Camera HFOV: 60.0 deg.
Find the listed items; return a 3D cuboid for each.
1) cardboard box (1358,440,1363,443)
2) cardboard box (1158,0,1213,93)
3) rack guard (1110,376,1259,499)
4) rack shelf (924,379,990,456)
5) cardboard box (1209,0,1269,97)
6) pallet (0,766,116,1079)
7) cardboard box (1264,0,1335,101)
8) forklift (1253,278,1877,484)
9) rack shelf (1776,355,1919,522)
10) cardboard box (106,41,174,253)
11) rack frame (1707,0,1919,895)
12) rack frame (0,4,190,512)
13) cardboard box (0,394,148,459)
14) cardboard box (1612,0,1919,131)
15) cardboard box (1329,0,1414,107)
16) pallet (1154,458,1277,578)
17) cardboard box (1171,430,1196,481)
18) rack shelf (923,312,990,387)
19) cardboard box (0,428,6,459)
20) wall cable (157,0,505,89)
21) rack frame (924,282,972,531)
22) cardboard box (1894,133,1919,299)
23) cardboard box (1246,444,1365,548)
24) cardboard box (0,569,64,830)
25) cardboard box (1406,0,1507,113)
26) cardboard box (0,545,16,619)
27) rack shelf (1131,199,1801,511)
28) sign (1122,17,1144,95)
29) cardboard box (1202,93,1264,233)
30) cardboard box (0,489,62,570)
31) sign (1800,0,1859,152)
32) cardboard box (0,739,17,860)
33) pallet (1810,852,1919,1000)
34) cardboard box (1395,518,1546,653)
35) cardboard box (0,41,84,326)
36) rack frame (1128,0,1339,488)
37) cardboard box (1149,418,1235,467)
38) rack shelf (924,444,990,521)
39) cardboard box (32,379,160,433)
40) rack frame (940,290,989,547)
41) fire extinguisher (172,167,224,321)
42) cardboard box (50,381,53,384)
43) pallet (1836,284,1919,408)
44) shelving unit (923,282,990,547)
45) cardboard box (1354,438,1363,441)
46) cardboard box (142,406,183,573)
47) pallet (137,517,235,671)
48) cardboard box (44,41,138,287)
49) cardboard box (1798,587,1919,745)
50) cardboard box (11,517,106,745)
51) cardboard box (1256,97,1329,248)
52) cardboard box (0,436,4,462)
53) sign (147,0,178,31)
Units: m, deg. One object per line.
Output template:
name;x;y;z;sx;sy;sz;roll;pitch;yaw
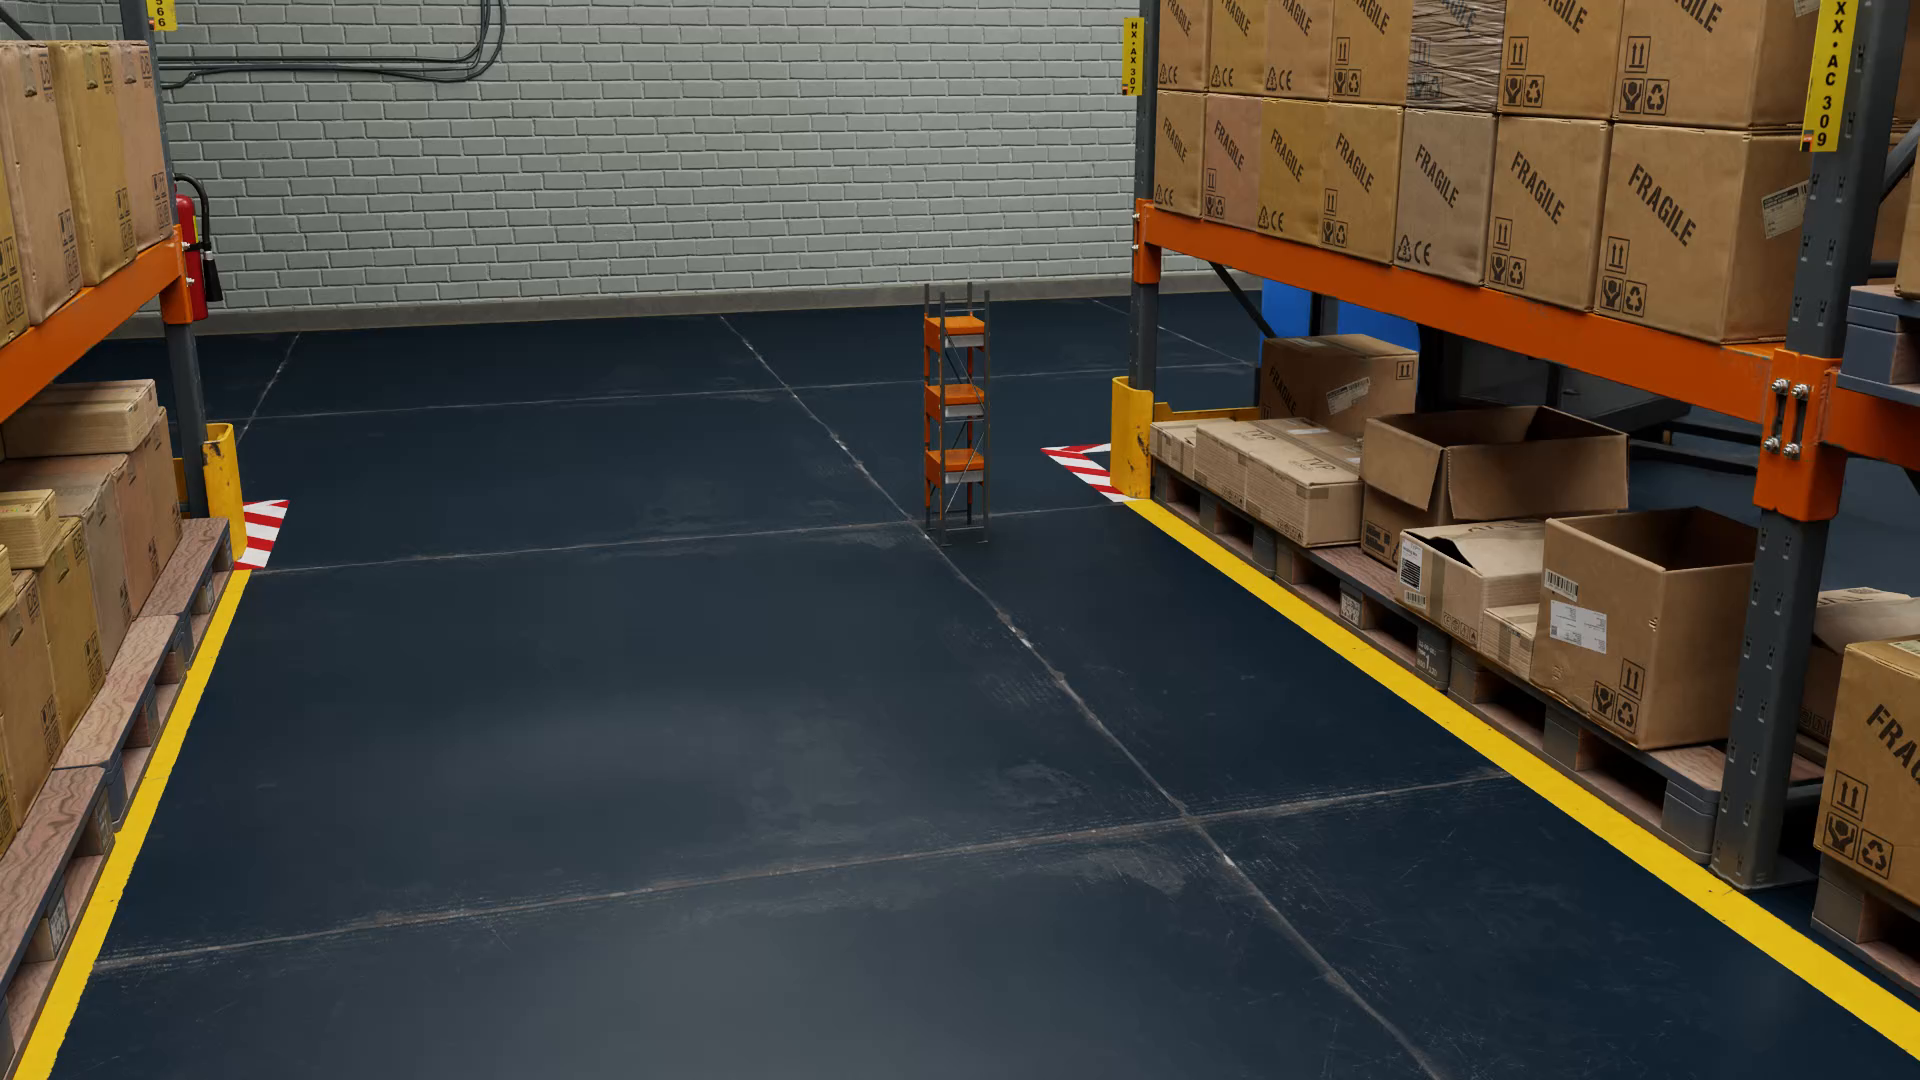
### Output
cardboard box;1.896;-0.230;6.519;0.500;0.250;0.500;-5;17;-15
cardboard box;1.146;-2.115;6.869;0.500;0.500;0.500;-4;17;-14
rack guard;1.299;-0.514;7.795;1.175;0.500;0.348;-5;17;-15
rack shelf;-0.015;-0.507;6.853;0.215;0.259;0.240;-5;17;-15
cardboard box;1.297;-1.971;6.389;0.500;0.500;0.500;-5;17;-15
pallet;-2.519;0.886;3.636;1.003;0.211;1.213;-5;17;-15
cardboard box;1.430;-1.833;5.927;0.500;0.500;0.500;-4;17;-14
forklift;2.947;-1.818;7.910;1.130;2.935;3.031;-14;22;-39
rack shelf;2.927;0.272;2.084;1.077;0.370;4.000;-5;17;-15
cardboard box;-3.334;-1.343;5.688;0.980;0.700;0.700;-4;17;-13
rack frame;2.377;-0.626;3.822;1.000;3.000;0.127;-5;17;-15
rack frame;-3.481;-1.340;6.199;0.949;2.616;0.053;-5;17;-15
cardboard box;-2.914;-0.377;5.480;0.380;0.149;0.250;-4;17;-14
cardboard box;1.989;-1.272;4.061;0.500;0.500;0.500;-5;17;-15
cardboard box;1.570;-1.692;5.460;0.500;0.500;0.500;-5;17;-16
pallet;1.519;-0.155;7.102;1.003;0.211;1.213;-5;17;-15
cardboard box;1.131;-0.374;7.143;0.380;0.166;0.250;-5;17;-15
rack shelf;-0.015;-0.779;6.772;0.215;0.259;0.240;-5;17;-15
cardboard box;-3.282;-0.347;5.382;0.380;0.149;0.250;-5;17;-15
wall cable;-4.695;-4.318;11.084;3.097;2.526;0.112;-5;17;-15
rack frame;-0.048;-0.551;6.963;0.200;1.050;0.008;-5;17;-15
cardboard box;2.292;-0.726;3.252;0.700;0.500;0.500;-12;20;-34
cardboard box;1.429;-0.177;6.341;0.500;0.250;0.500;-5;17;-15
cardboard box;-2.627;0.409;3.993;0.700;0.500;0.500;-5;17;-16
cardboard box;1.707;-1.553;4.996;0.500;0.500;0.500;-5;17;-15
cardboard box;-2.411;0.128;3.799;0.380;0.149;0.250;-4;17;-13
rack shelf;1.827;-0.835;5.767;1.077;0.370;4.000;-5;17;-15
sign;0.756;-2.104;7.238;0.100;0.325;0.005;-5;17;-15
cardboard box;1.293;-1.494;6.539;0.500;0.500;0.500;-5;17;-16
cardboard box;-2.554;-0.016;4.280;0.380;0.149;0.250;-5;17;-17
sign;1.857;-0.995;3.547;0.100;0.325;0.005;-5;17;-15
cardboard box;-2.492;0.548;3.529;0.700;0.500;0.500;-4;17;-15
pallet;2.637;0.932;3.484;1.003;0.211;1.213;-5;17;-15
cardboard box;1.742;0.108;5.286;0.500;0.311;0.500;-5;17;-15
cardboard box;-2.923;-0.931;4.316;0.980;0.700;0.700;-6;18;-18
rack frame;1.278;-1.732;7.505;1.000;3.000;0.127;-5;17;-15
cardboard box;1.062;-0.435;7.376;0.380;0.149;0.250;-5;17;-15
rack shelf;-0.015;-0.241;6.933;0.215;0.259;0.240;-5;17;-15
cardboard box;-2.985;-0.447;5.715;0.380;0.149;0.250;-5;17;-16
rack frame;0.019;-0.484;6.738;0.200;1.050;0.008;-5;17;-15
fire extinguisher;-3.082;-1.202;6.523;0.296;0.674;0.183;-5;17;-15
cardboard box;-3.422;-0.487;5.848;0.380;0.149;0.250;-5;17;-15
pallet;2.492;-0.304;3.085;1.003;0.211;1.213;-5;17;-15
shelving unit;-0.015;-0.518;6.850;0.215;1.050;0.252;-5;17;-15
cardboard box;1.689;-0.336;7.017;0.380;0.166;0.250;-5;17;-15
cardboard box;-3.196;-0.158;5.879;0.700;0.500;0.500;-5;17;-15
pallet;-3.189;0.211;5.883;1.003;0.211;1.213;-5;17;-15
cardboard box;-3.124;-1.143;5.021;0.980;0.700;0.700;-5;17;-16
cardboard box;2.470;0.318;4.589;0.500;0.311;0.500;-5;17;-15
cardboard box;-2.766;0.266;4.466;0.700;0.500;0.500;-4;17;-14
cardboard box;1.428;-1.355;6.076;0.500;0.500;0.500;-5;17;-15
cardboard box;-3.214;-0.278;5.151;0.380;0.149;0.250;-5;17;-15
sign;-2.959;-2.047;6.127;0.100;0.325;0.005;-5;17;-15
